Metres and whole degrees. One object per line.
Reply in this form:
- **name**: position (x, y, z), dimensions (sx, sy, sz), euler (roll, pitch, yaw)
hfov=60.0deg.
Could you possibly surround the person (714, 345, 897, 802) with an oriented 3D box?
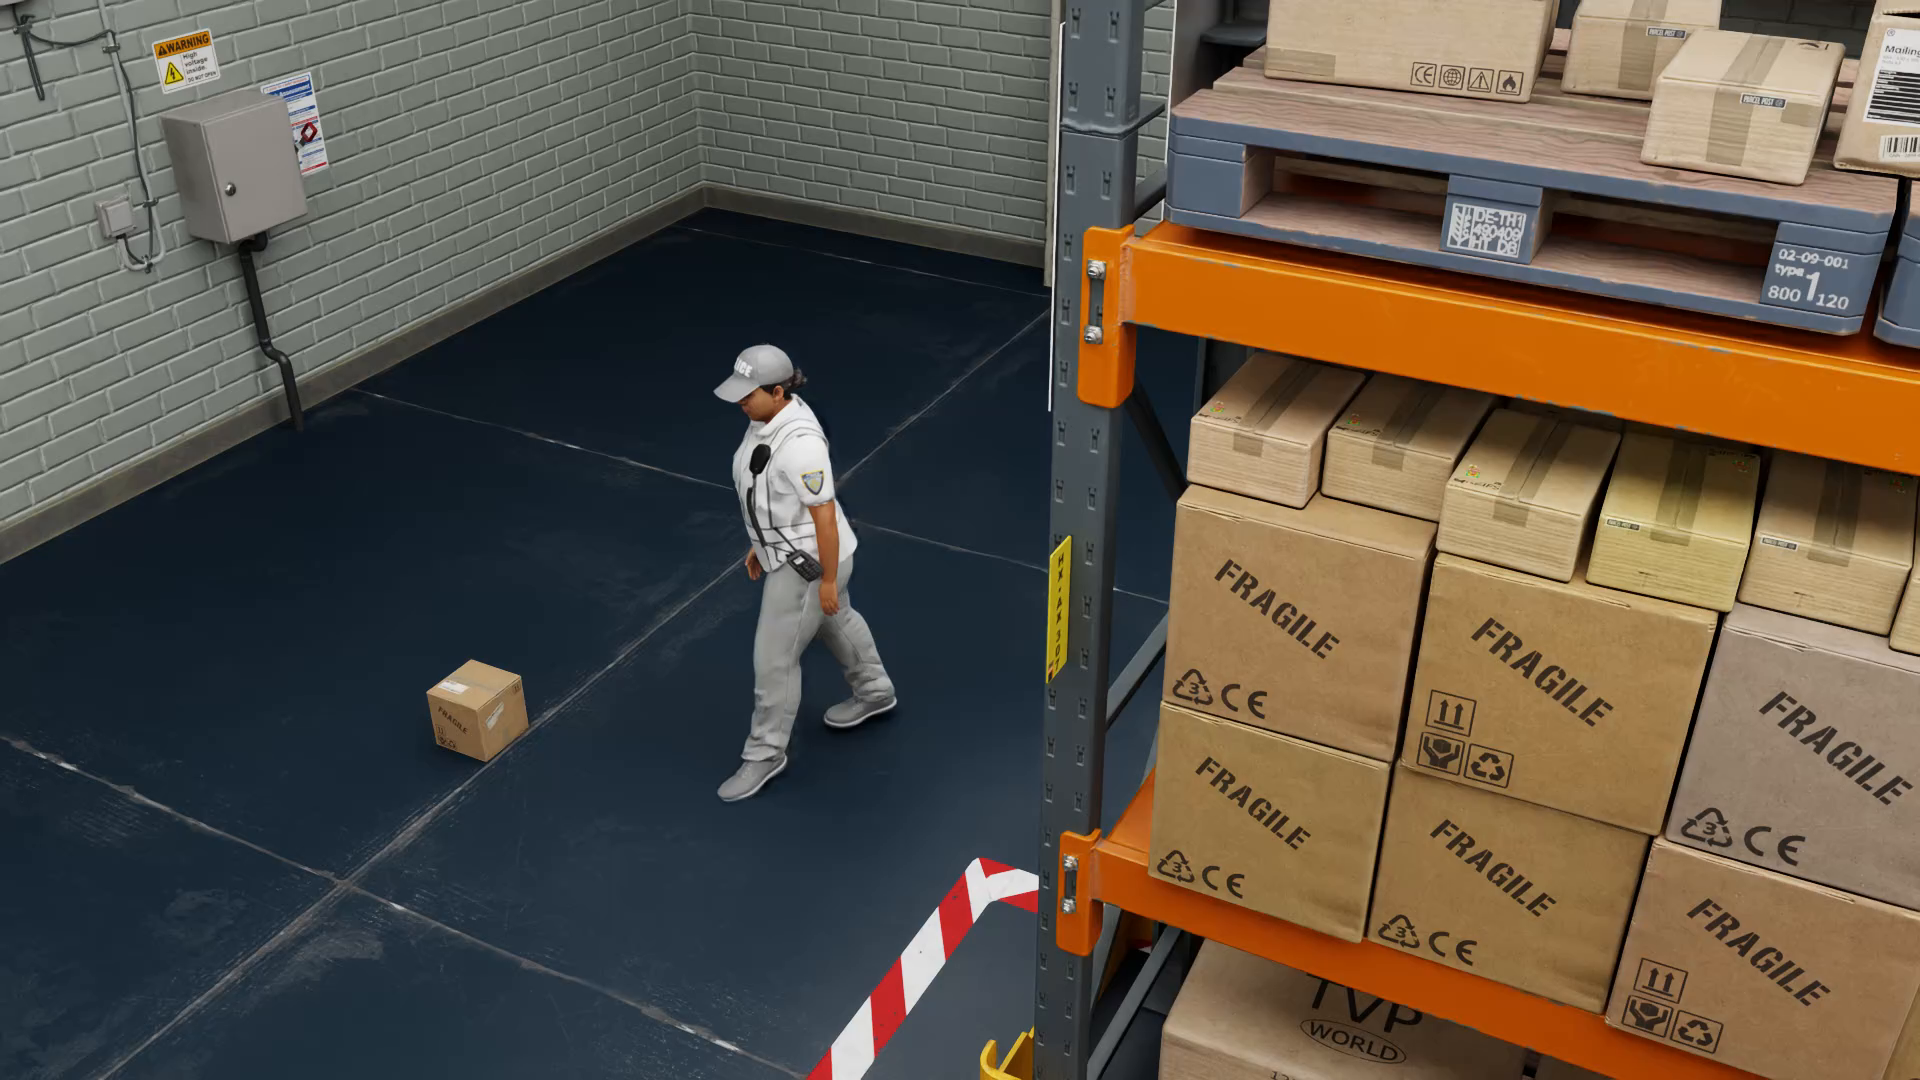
- **person**: position (-0.594, 0.082, 6.018), dimensions (0.768, 1.669, 0.547), euler (-8, 31, -14)
